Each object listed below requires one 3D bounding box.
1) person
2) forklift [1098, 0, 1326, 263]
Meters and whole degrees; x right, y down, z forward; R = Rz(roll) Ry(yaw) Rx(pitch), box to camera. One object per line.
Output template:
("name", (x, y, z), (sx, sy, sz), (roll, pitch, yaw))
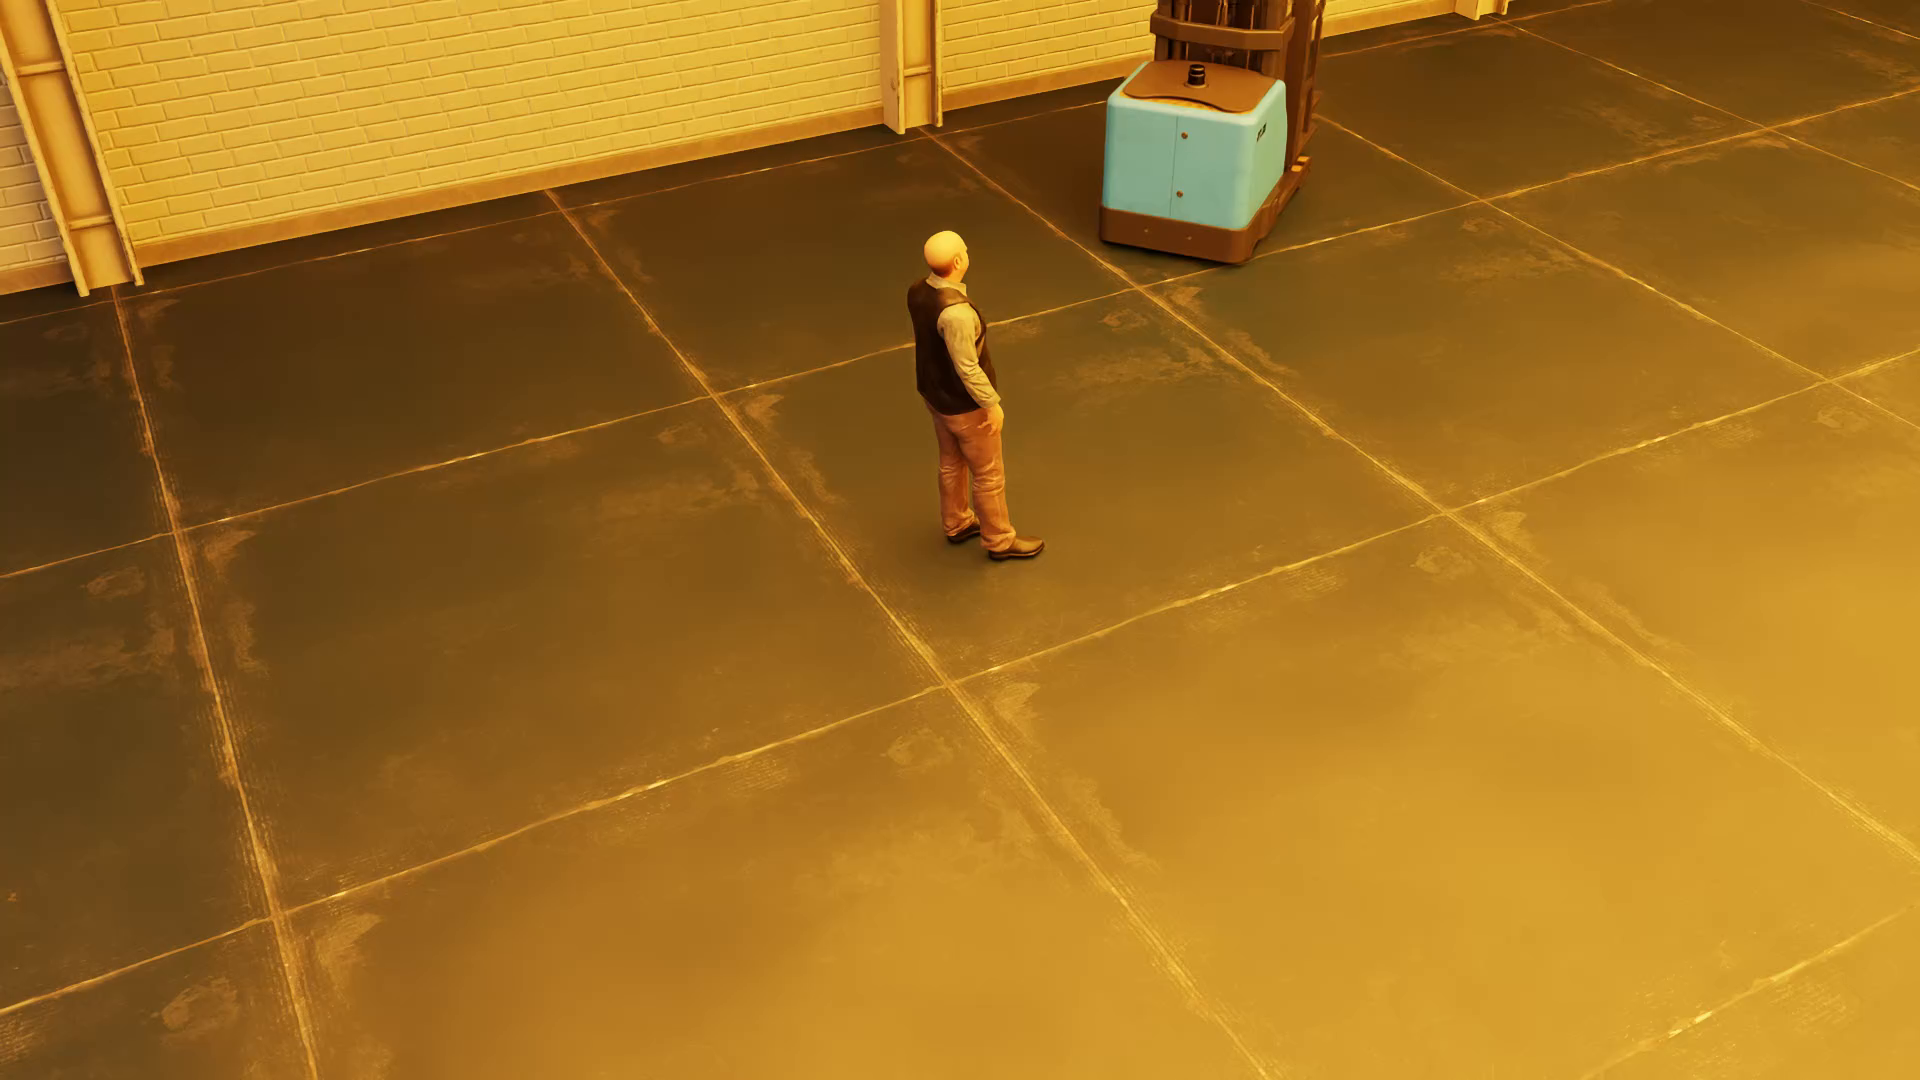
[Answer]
("person", (0.058, -0.722, 8.179), (0.568, 1.720, 0.632), (-17, 39, -23))
("forklift", (2.004, -3.900, 11.640), (1.130, 2.935, 3.031), (14, 38, 19))
